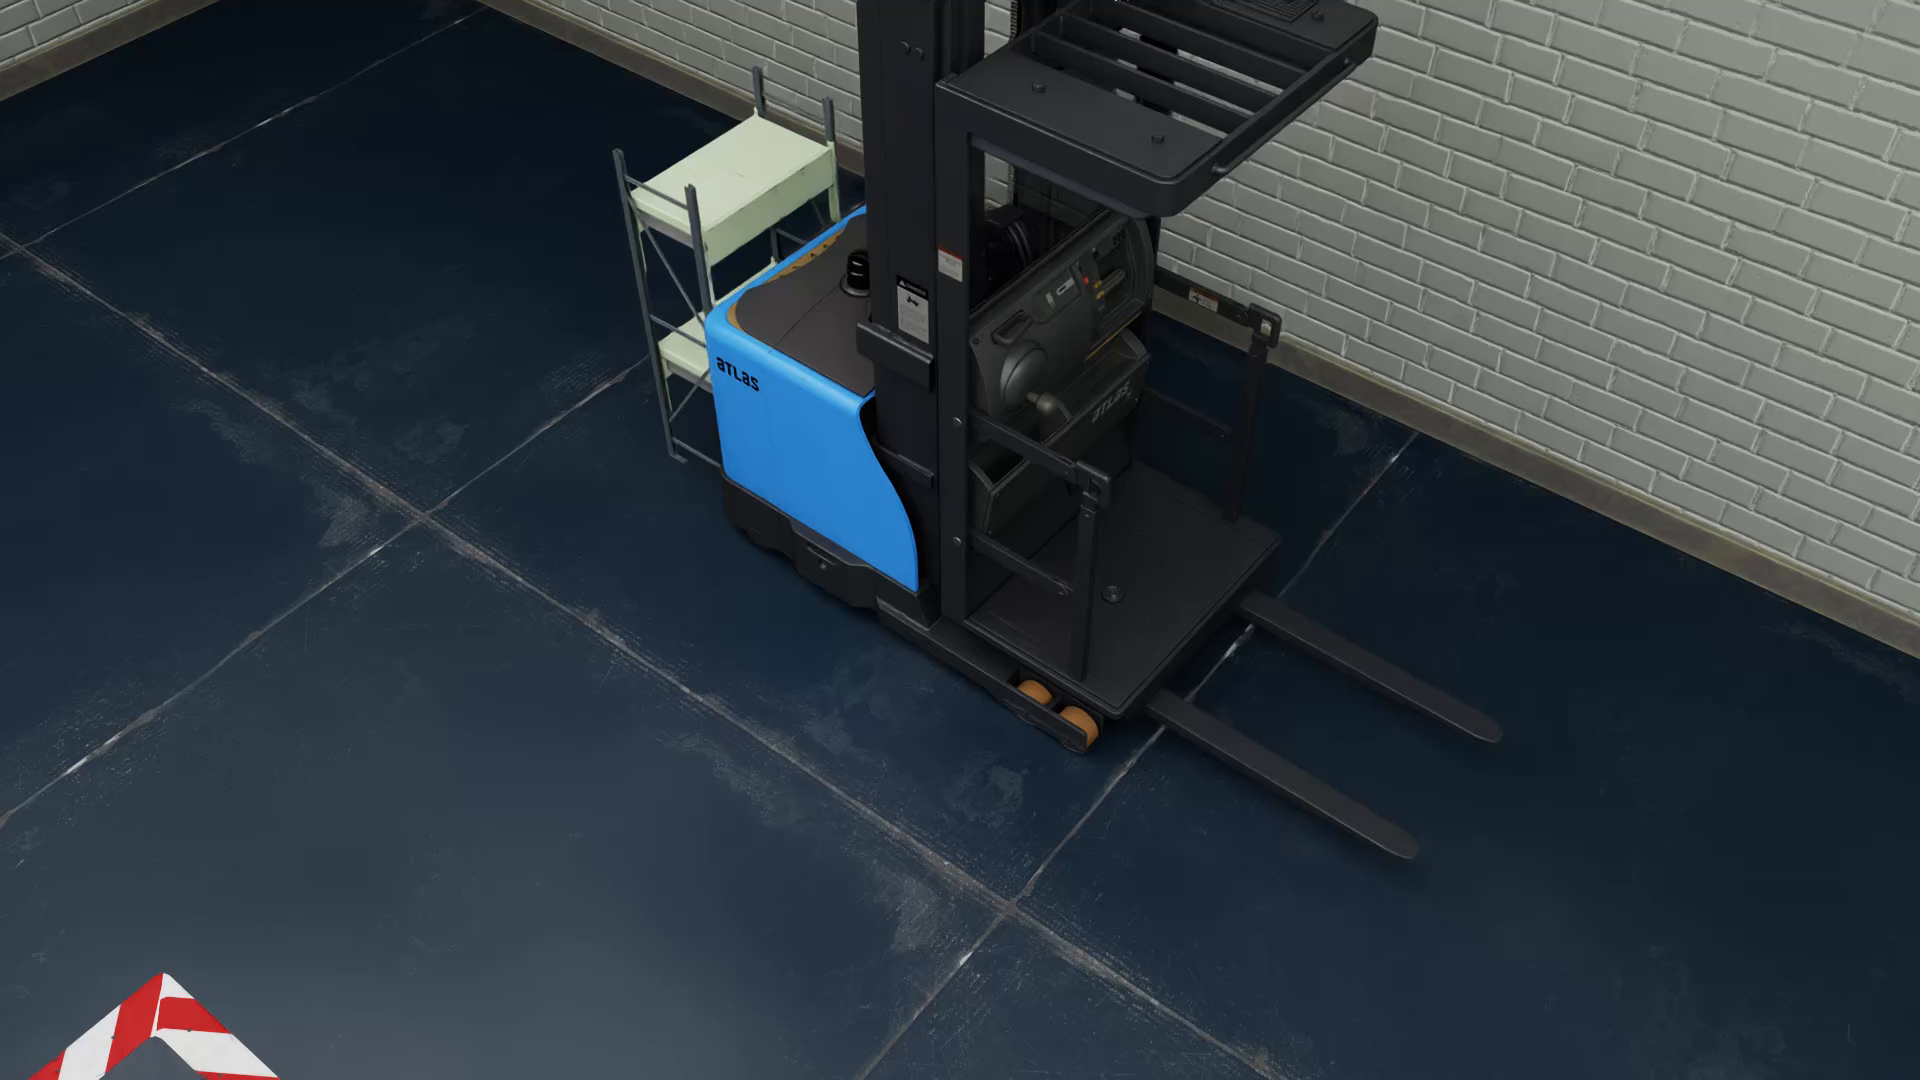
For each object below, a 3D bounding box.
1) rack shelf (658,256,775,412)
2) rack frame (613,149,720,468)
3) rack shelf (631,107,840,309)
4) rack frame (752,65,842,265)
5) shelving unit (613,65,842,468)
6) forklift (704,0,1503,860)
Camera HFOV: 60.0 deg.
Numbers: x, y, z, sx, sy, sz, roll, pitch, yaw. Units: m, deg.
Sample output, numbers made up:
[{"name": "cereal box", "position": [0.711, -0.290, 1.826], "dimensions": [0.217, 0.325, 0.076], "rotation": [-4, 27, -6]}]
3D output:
[{"name": "rack shelf", "position": [-0.855, -0.783, 6.907], "dimensions": [0.431, 0.370, 0.720], "rotation": [29, 53, 26]}, {"name": "rack frame", "position": [-1.086, -0.803, 6.475], "dimensions": [0.400, 1.500, 0.023], "rotation": [29, 53, 26]}, {"name": "rack shelf", "position": [-0.864, -1.283, 6.394], "dimensions": [0.431, 0.370, 0.720], "rotation": [29, 53, 26]}, {"name": "rack frame", "position": [-0.632, -1.218, 6.871], "dimensions": [0.400, 1.500, 0.023], "rotation": [29, 53, 26]}, {"name": "shelving unit", "position": [-0.859, -1.011, 6.673], "dimensions": [0.431, 1.500, 0.755], "rotation": [29, 53, 26]}, {"name": "forklift", "position": [0.511, -0.686, 5.378], "dimensions": [3.031, 2.935, 1.130], "rotation": [30, 53, 26]}]
